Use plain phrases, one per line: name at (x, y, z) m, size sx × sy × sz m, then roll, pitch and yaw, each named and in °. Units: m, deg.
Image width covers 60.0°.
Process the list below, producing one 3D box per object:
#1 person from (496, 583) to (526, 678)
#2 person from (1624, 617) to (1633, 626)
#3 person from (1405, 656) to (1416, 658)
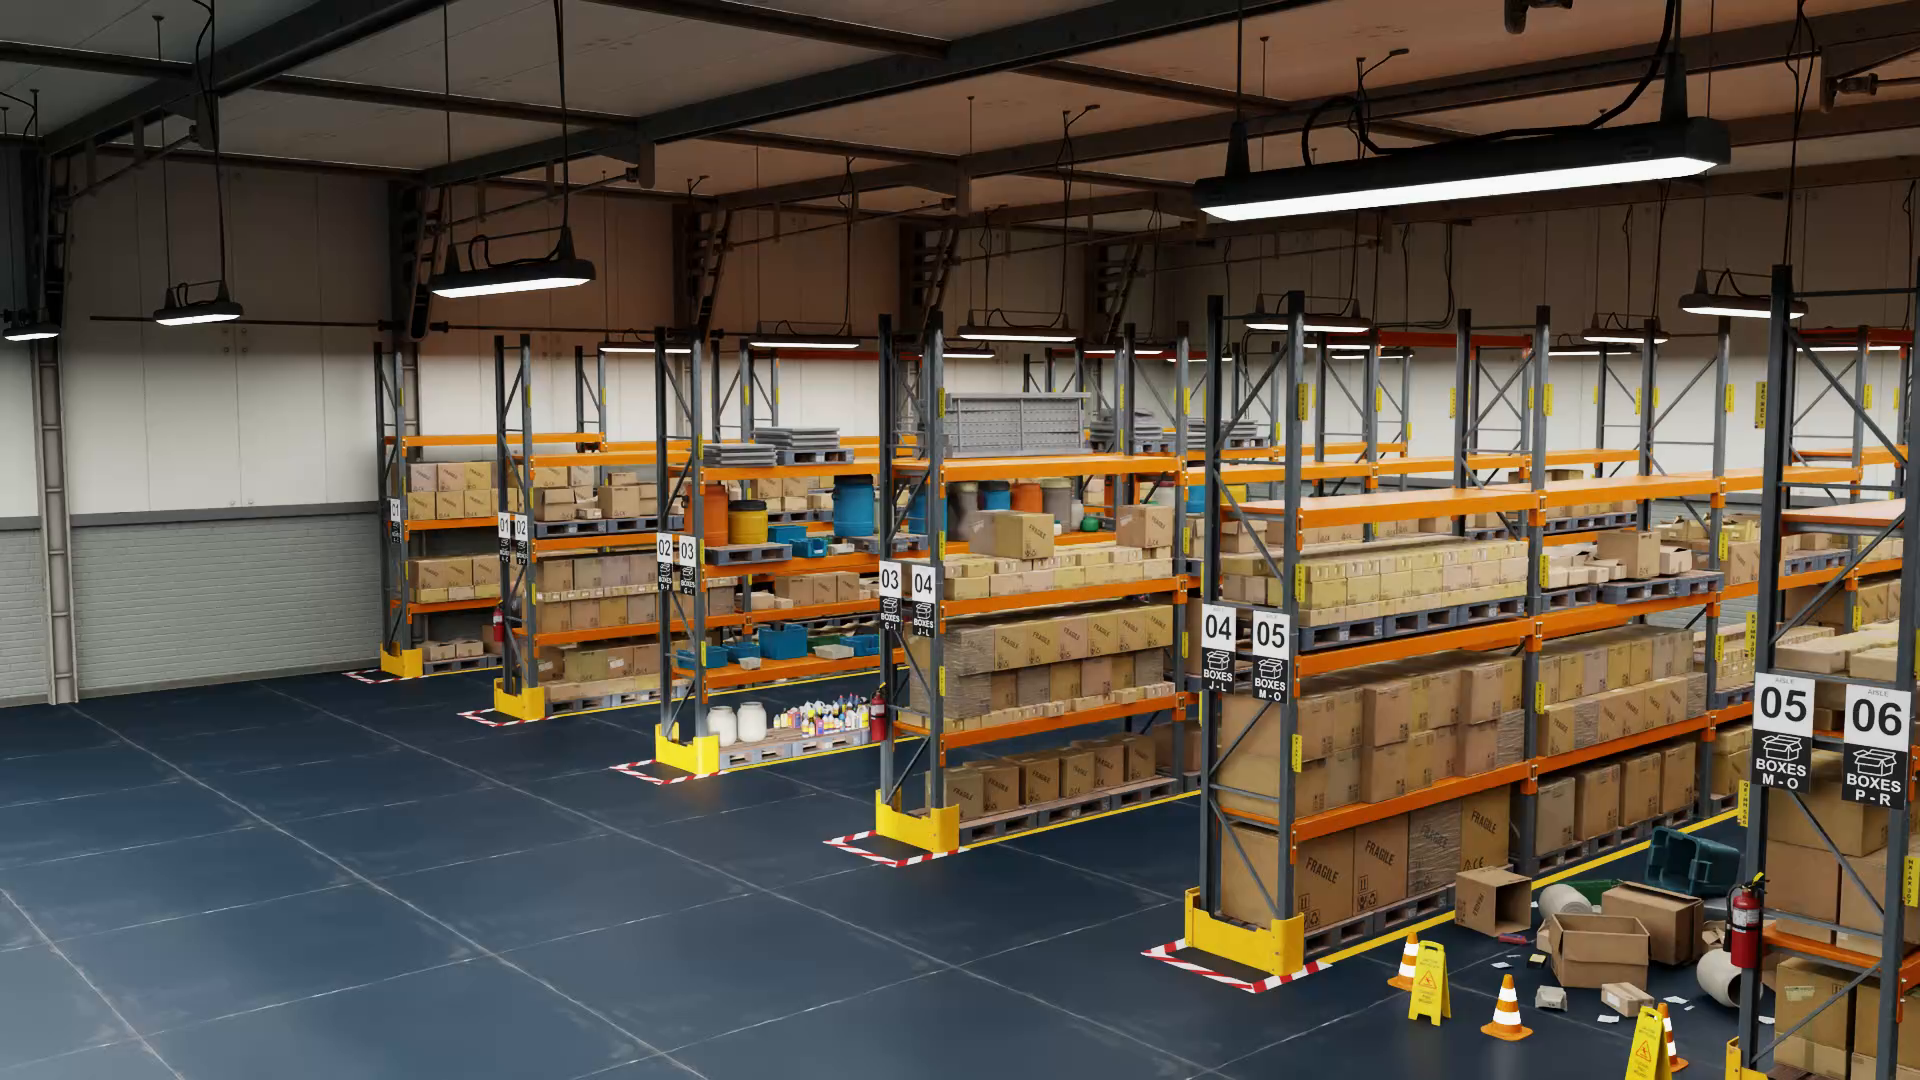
person at (-8.002, 1.661, 29.696) m, size 0.584 × 1.624 × 0.576 m, roll -1°, pitch 5°, yaw -16°
person at (10.401, 2.000, 25.744) m, size 0.451 × 1.638 × 0.975 m, roll 5°, pitch 7°, yaw 44°
person at (5.879, 2.349, 21.869) m, size 0.536 × 1.672 × 0.406 m, roll -3°, pitch 6°, yaw -30°
